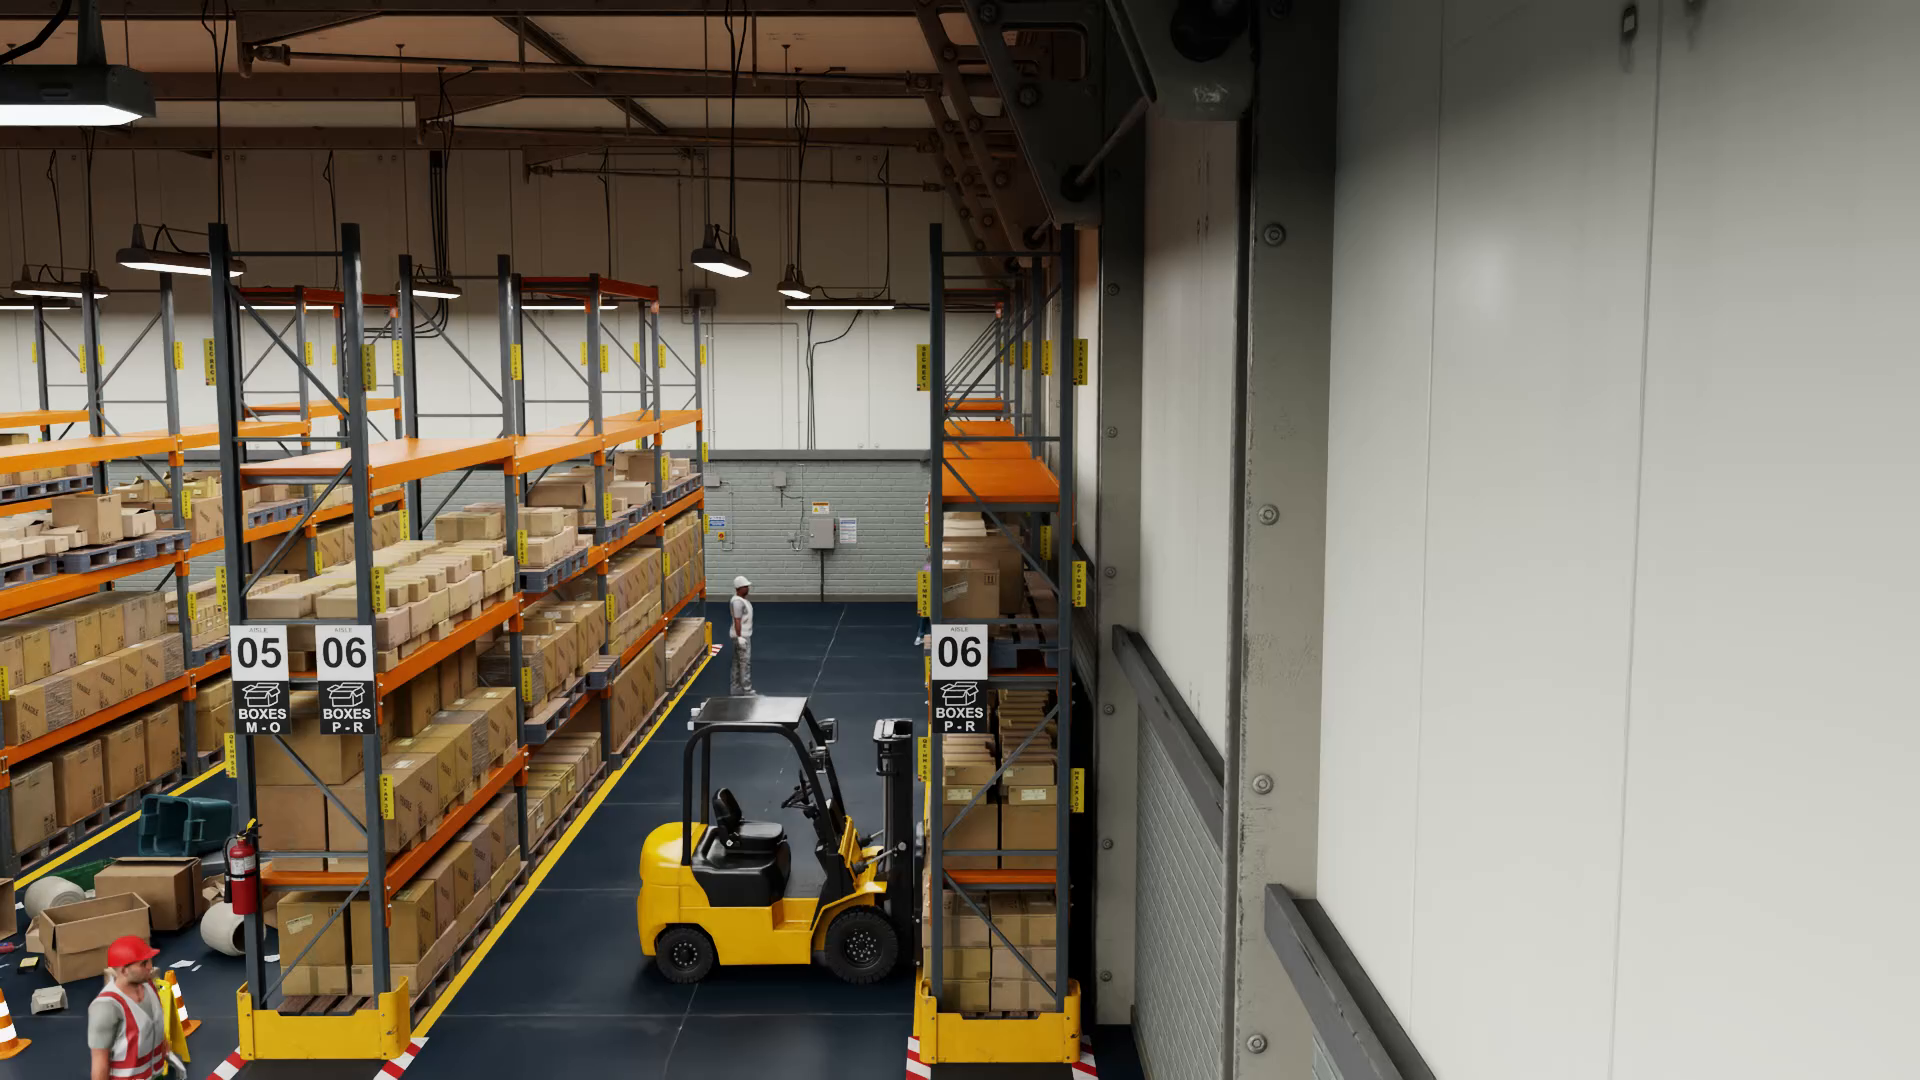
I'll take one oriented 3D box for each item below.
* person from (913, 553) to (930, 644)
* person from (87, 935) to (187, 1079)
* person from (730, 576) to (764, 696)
[{"bbox_3d":[-0.530,1.011,28.938,0.419,1.595,0.585,4,8,30],"label":"person"},{"bbox_3d":[-4.793,3.157,9.644,0.394,1.794,0.584,1,7,9],"label":"person"},{"bbox_3d":[-3.140,1.427,24.475,0.515,1.801,0.599,-1,7,-5],"label":"person"}]
